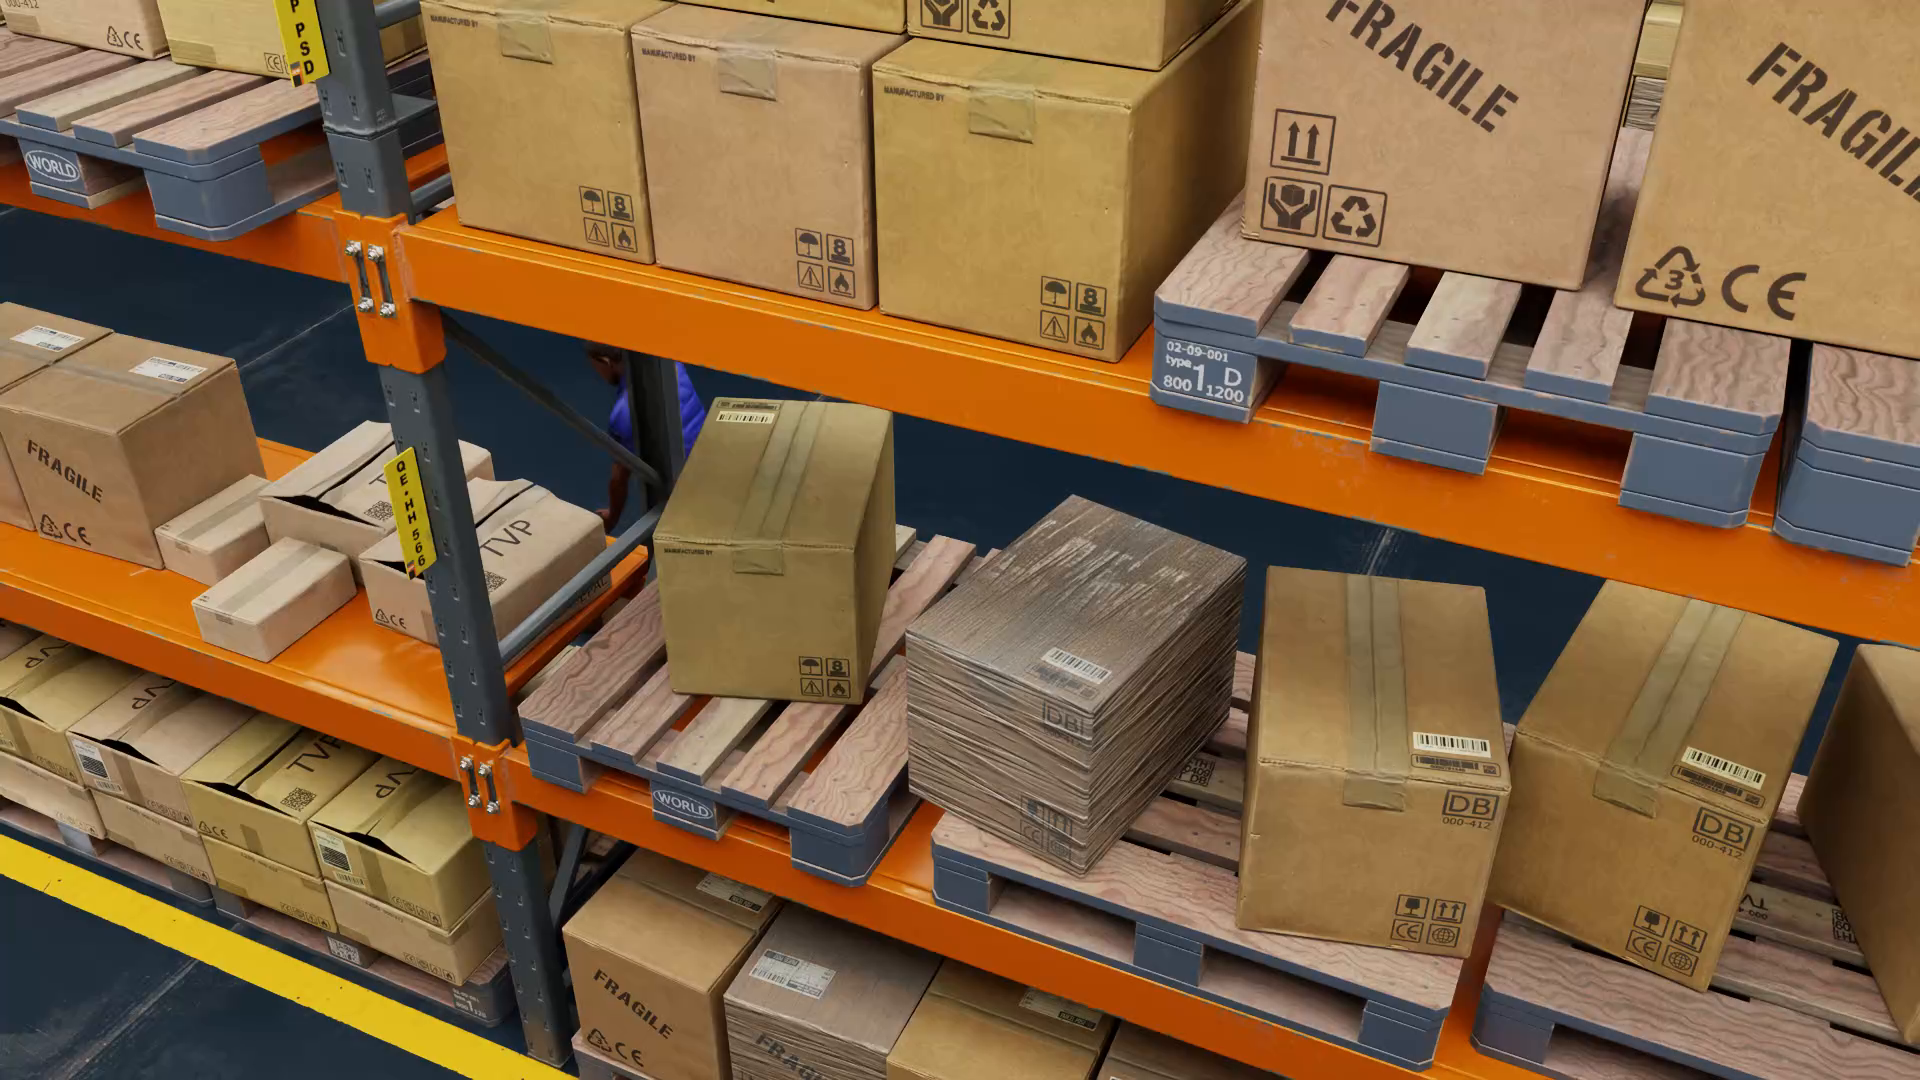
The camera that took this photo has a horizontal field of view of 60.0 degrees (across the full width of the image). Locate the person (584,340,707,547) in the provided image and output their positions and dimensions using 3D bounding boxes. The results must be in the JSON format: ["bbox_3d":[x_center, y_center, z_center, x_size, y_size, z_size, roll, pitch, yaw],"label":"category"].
[{"bbox_3d":[-1.159,-0.163,6.574,0.556,1.465,0.490,14,37,20],"label":"person"}]
